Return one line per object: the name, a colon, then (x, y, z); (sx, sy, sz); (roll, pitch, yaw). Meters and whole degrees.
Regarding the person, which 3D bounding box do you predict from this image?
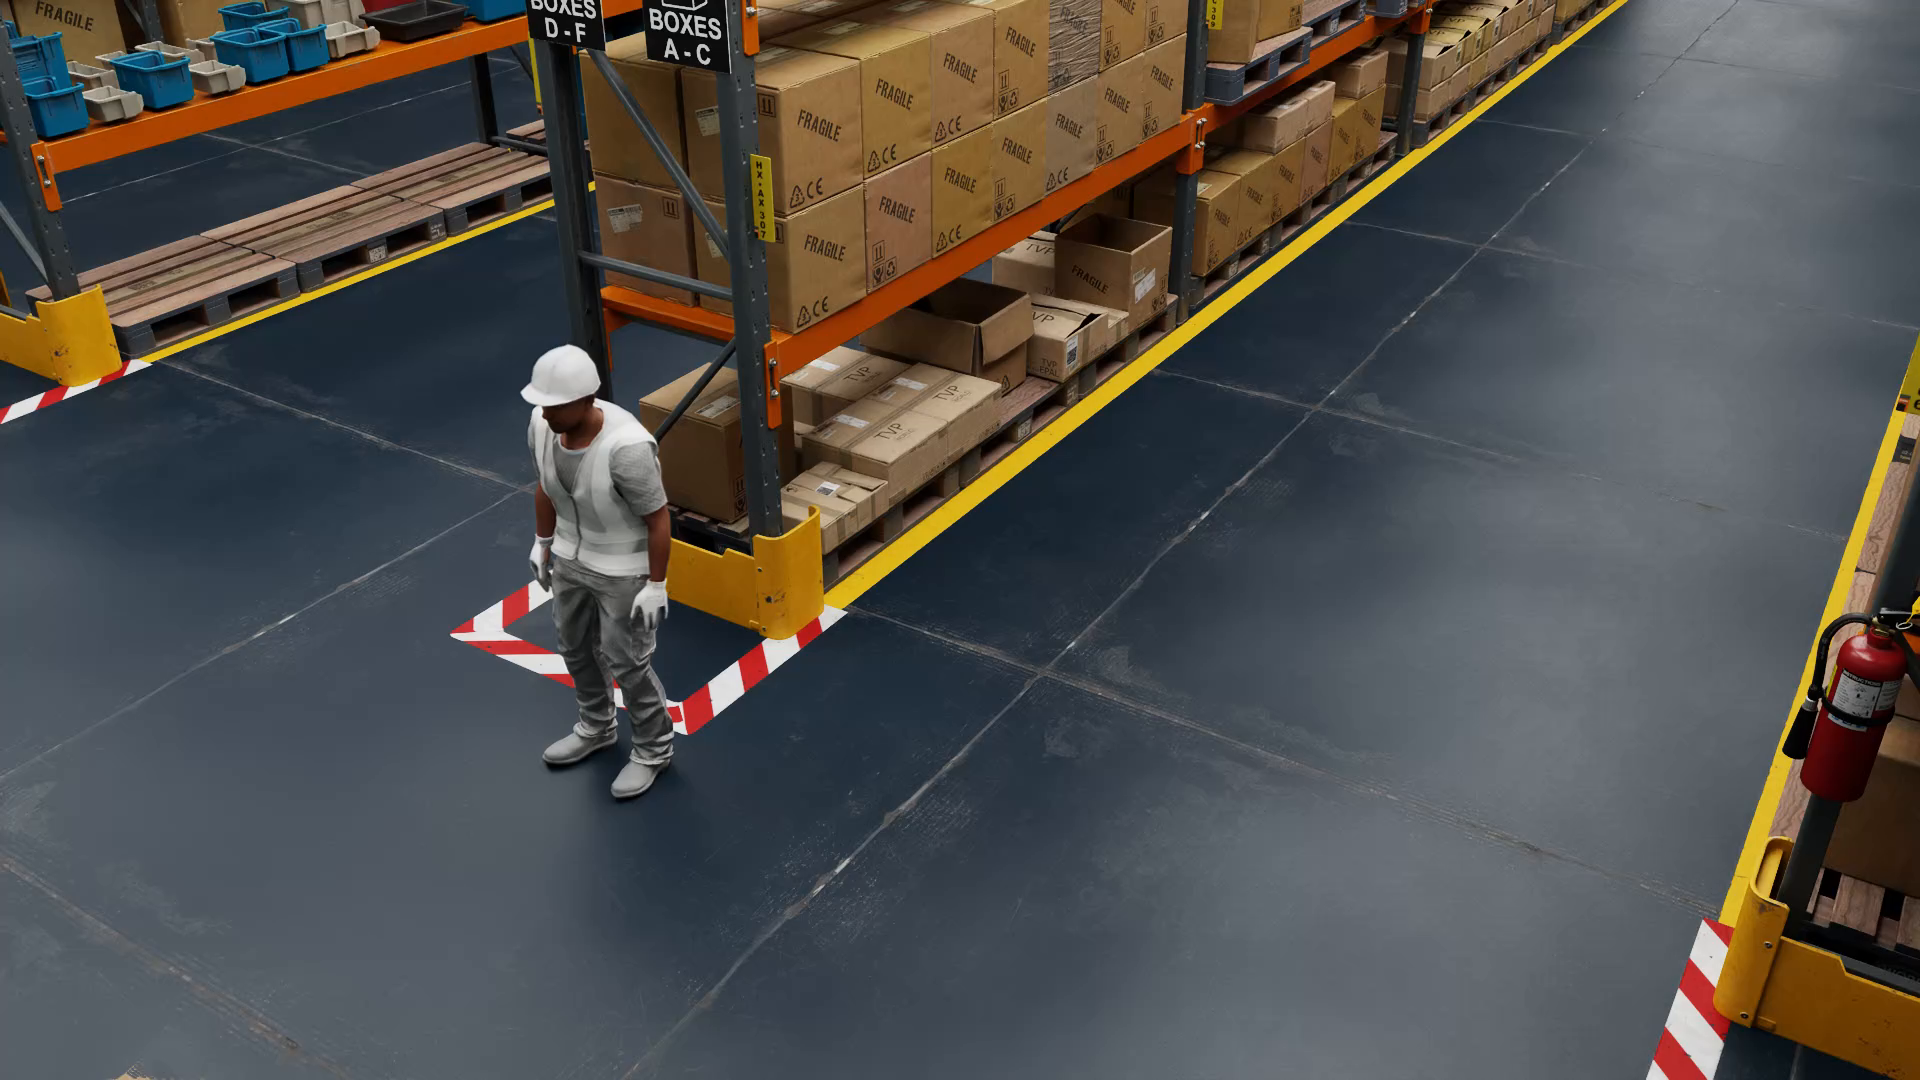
person: (-1.291, 0.103, 5.945); (0.617, 1.772, 0.452); (19, 35, 29)
